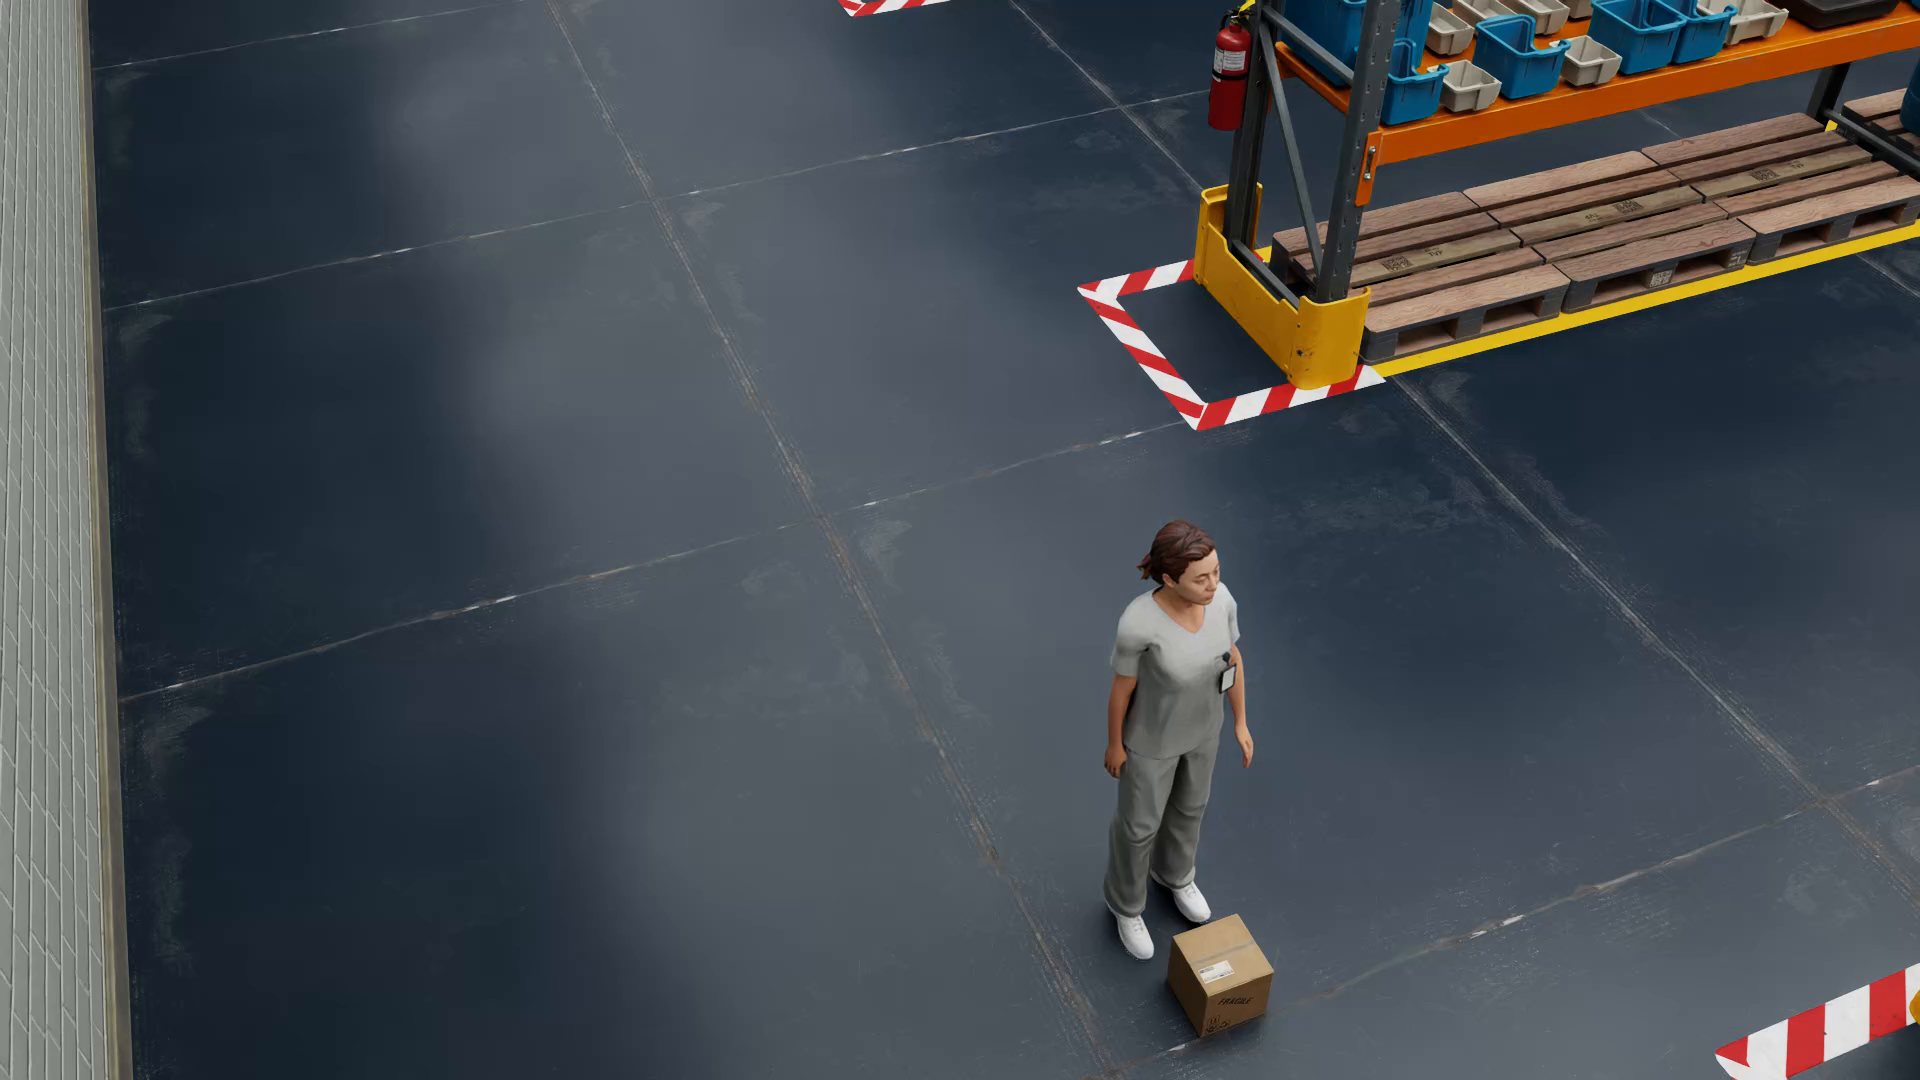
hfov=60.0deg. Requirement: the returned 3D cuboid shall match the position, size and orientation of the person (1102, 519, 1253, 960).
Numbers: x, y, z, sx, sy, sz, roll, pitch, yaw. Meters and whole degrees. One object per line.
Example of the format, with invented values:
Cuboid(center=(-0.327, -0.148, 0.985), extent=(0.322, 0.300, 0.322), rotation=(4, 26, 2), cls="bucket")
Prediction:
Cuboid(center=(0.703, 0.645, 5.425), extent=(0.475, 1.704, 0.455), rotation=(-20, 46, -21), cls="person")
